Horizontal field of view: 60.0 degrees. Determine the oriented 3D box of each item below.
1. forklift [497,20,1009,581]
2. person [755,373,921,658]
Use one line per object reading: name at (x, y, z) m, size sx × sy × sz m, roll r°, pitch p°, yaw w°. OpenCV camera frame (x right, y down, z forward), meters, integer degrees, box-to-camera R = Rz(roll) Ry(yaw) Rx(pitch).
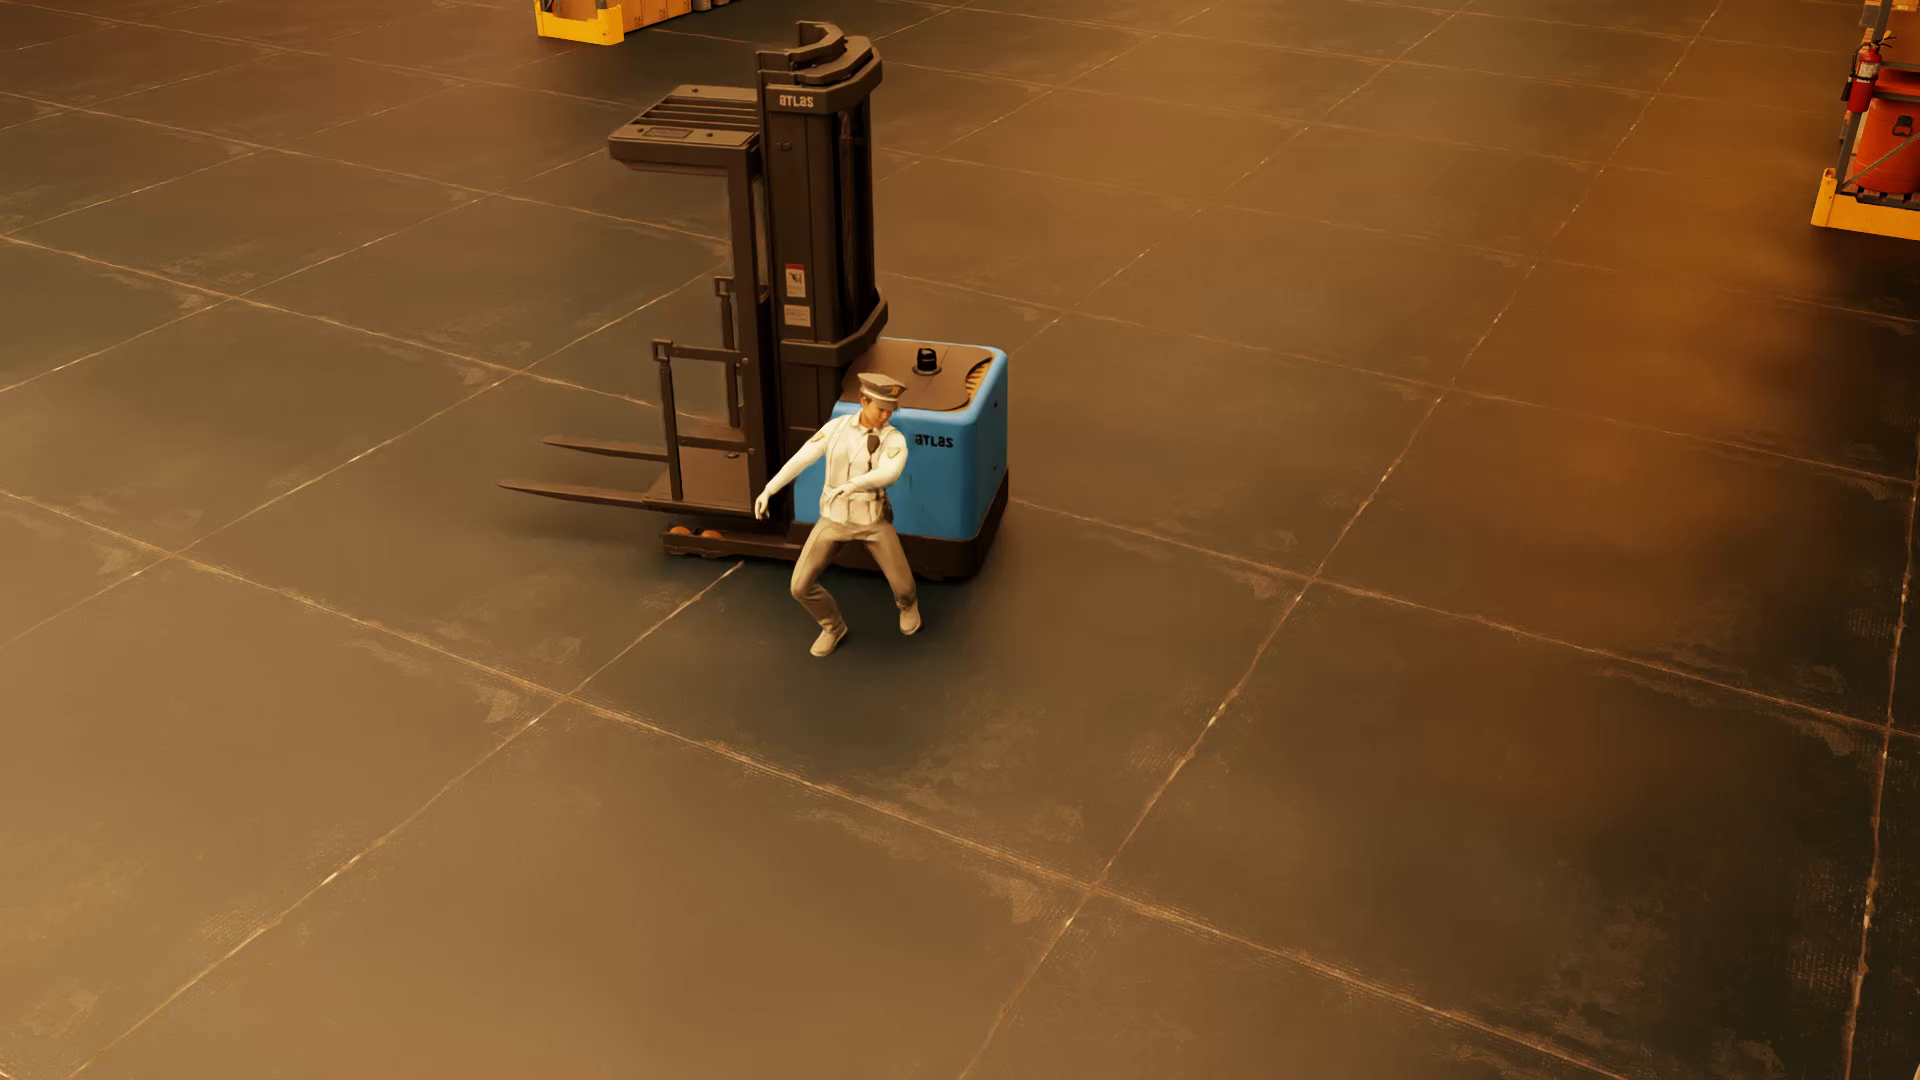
forklift at (-1.276, -1.408, 9.510) m, size 3.031 × 2.935 × 1.130 m, roll 7°, pitch 31°, yaw 11°
person at (-0.644, -0.080, 8.651) m, size 0.810 × 1.541 × 0.826 m, roll 5°, pitch 30°, yaw 9°
